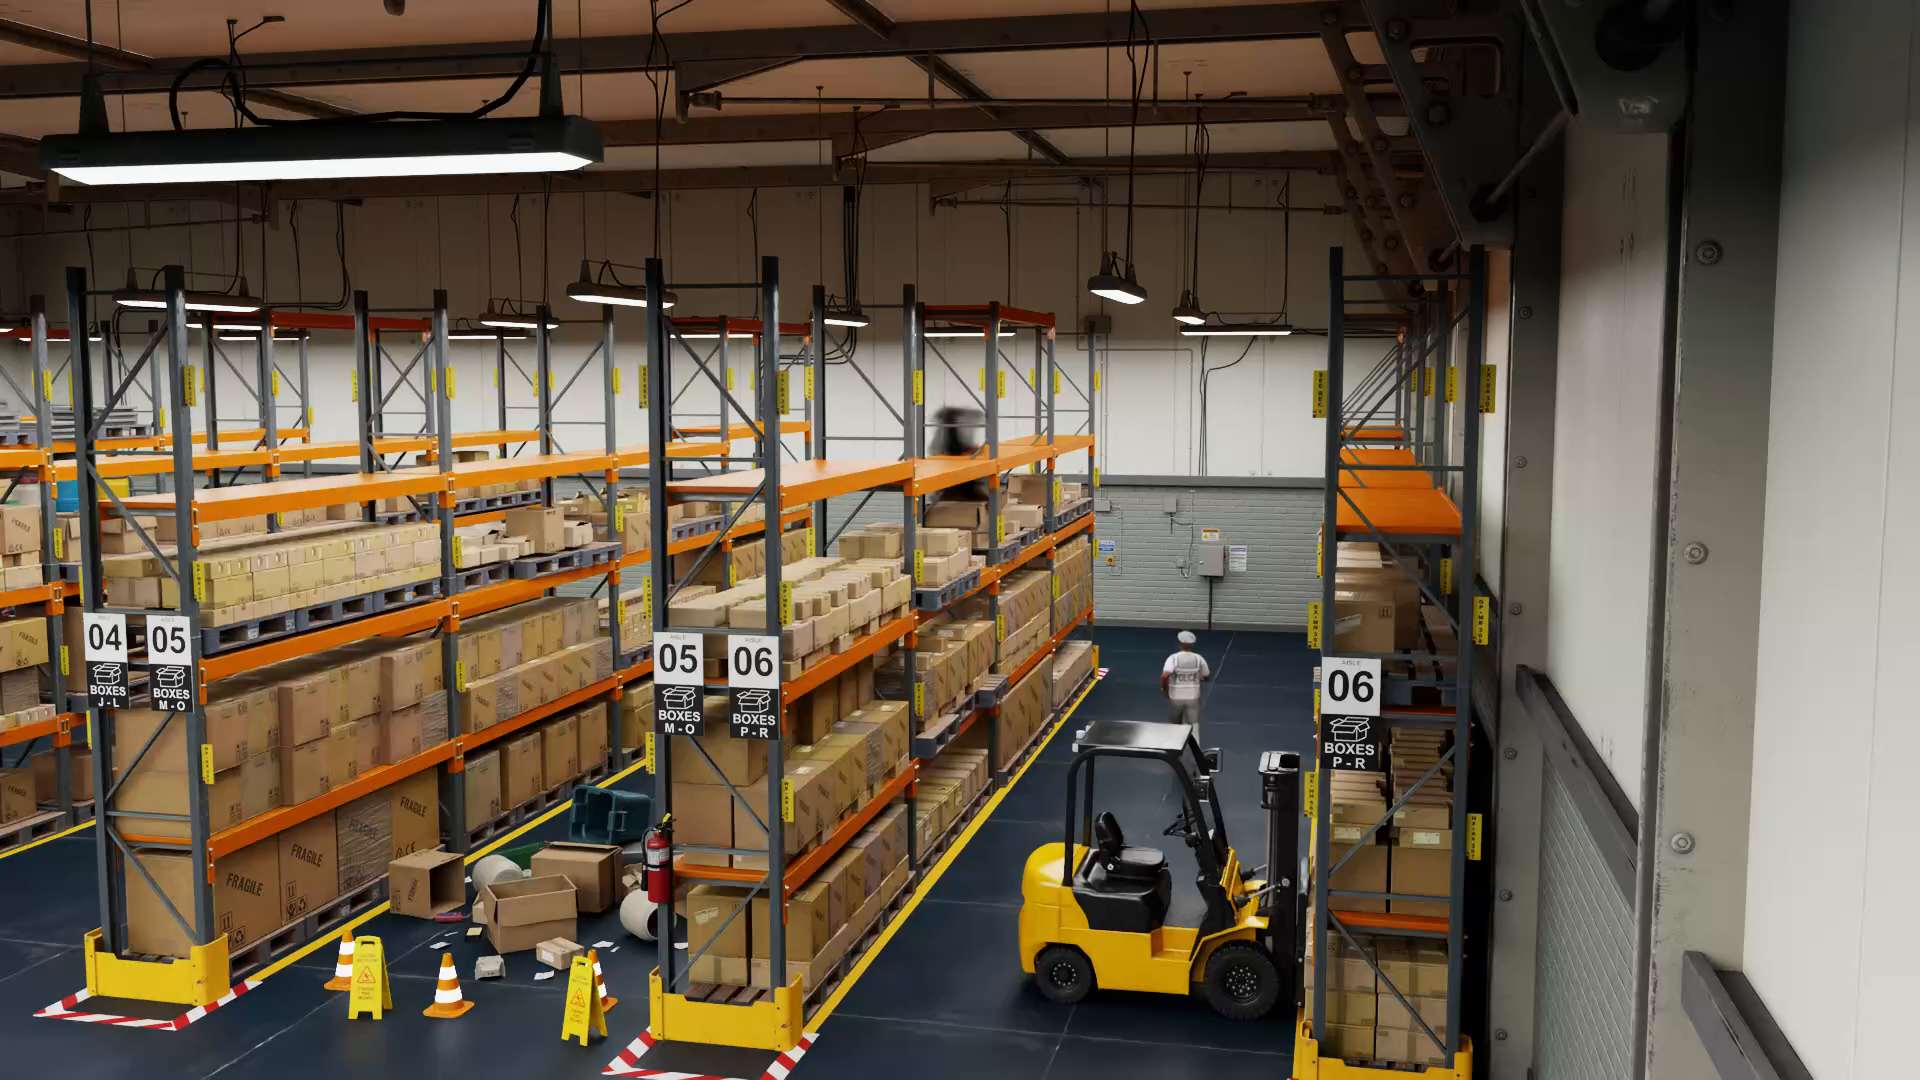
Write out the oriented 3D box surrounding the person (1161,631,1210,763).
[{"bbox_3d":[2.960,2.067,21.907,0.662,1.751,0.926,0,6,2],"label":"person"}]
